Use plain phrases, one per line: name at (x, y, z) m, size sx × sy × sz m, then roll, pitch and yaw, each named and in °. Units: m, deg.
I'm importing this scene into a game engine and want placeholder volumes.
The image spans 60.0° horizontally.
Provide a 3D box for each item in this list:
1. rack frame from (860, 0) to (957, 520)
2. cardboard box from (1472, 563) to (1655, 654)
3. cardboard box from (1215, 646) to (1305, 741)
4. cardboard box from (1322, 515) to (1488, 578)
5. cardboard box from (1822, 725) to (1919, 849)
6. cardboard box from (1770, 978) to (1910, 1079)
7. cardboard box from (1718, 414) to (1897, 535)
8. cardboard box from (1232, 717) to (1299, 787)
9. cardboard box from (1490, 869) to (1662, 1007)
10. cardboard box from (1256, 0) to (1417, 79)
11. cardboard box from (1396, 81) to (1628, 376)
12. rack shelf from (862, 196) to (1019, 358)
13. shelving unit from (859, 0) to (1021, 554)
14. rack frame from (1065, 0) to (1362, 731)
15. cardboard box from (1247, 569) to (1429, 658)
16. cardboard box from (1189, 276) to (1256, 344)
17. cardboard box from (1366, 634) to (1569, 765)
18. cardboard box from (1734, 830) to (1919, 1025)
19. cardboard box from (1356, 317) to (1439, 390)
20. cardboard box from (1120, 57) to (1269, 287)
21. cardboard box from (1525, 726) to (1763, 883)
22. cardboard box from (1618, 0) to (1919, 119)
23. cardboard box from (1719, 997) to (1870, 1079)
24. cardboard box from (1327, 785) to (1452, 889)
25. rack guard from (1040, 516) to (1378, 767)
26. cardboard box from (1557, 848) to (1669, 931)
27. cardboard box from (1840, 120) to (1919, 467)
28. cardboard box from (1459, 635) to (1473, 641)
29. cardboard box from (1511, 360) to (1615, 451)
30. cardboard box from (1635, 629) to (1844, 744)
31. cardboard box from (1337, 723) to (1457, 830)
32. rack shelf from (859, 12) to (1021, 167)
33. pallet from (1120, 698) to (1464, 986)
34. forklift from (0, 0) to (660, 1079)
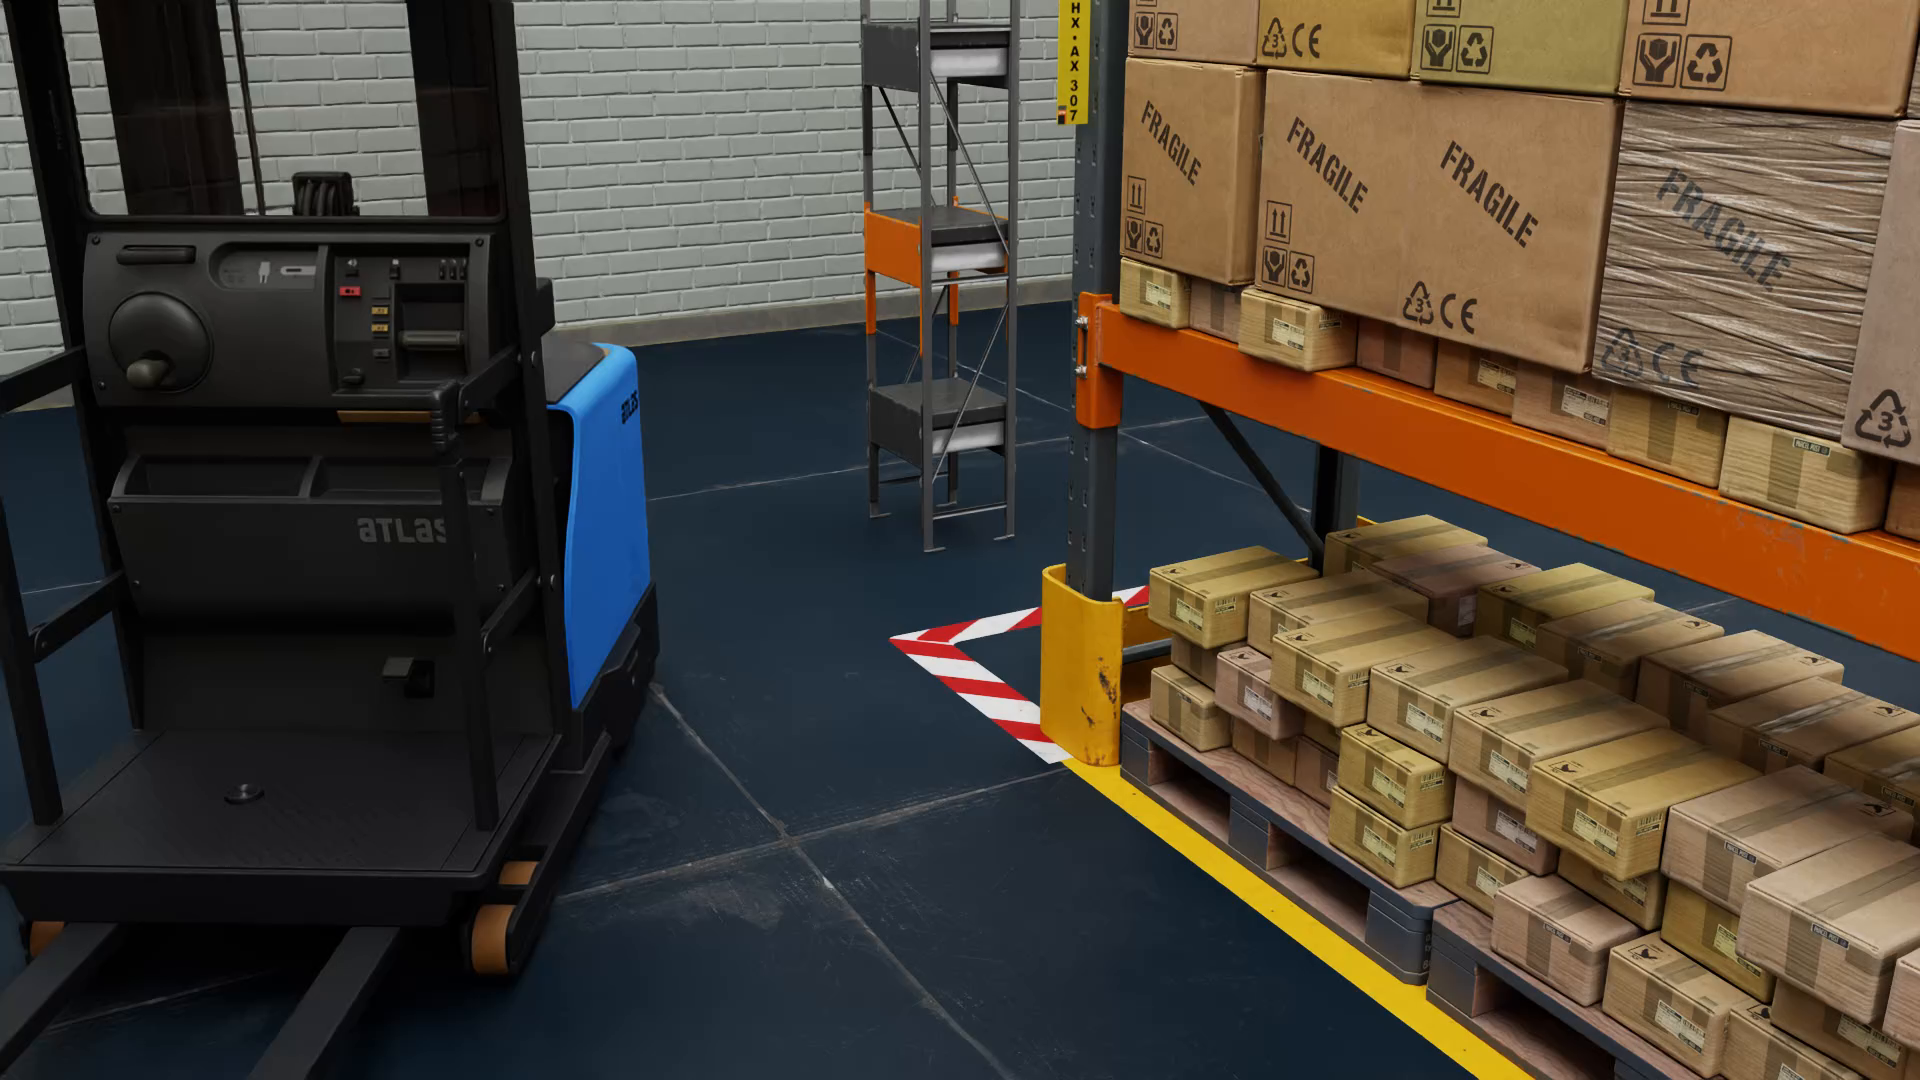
rack frame at (-0.194, -1.110, 6.630) m, size 0.400 × 2.100 × 0.015 m, roll -10°, pitch 21°, yaw -27°
cardboard box at (1.554, 0.193, 4.287) m, size 0.380 × 0.149 × 0.250 m, roll -11°, pitch 22°, yaw -28°
cardboard box at (0.879, 0.363, 4.251) m, size 0.380 × 0.149 × 0.250 m, roll -10°, pitch 21°, yaw -27°
cardboard box at (1.250, 0.058, 4.680) m, size 0.380 × 0.149 × 0.250 m, roll -10°, pitch 21°, yaw -26°
cardboard box at (1.975, 0.510, 3.370) m, size 0.380 × 0.149 × 0.250 m, roll -10°, pitch 21°, yaw -26°
cardboard box at (1.683, 0.805, 2.969) m, size 0.380 × 0.149 × 0.250 m, roll -11°, pitch 22°, yaw -29°
cardboard box at (1.528, -0.139, 2.822) m, size 0.380 × 0.149 × 0.250 m, roll -10°, pitch 21°, yaw -26°
cardboard box at (0.939, 0.489, 4.343) m, size 0.380 × 0.149 × 0.250 m, roll -10°, pitch 21°, yaw -27°
cardboard box at (1.335, 0.793, 3.462) m, size 0.380 × 0.149 × 0.250 m, roll -11°, pitch 22°, yaw -29°
cardboard box at (1.001, -1.270, 3.570) m, size 0.500 × 0.500 × 0.500 m, roll -9°, pitch 21°, yaw -25°
cardboard box at (1.244, -0.647, 3.298) m, size 0.500 × 0.500 × 0.500 m, roll -10°, pitch 21°, yaw -26°
rack shelf at (-0.079, -1.027, 6.431) m, size 0.431 × 0.518 × 0.480 m, roll -10°, pitch 21°, yaw -27°
shelving unit at (-0.079, -1.040, 6.427) m, size 0.431 × 2.100 × 0.503 m, roll -10°, pitch 21°, yaw -27°
rack frame at (0.776, -0.923, 4.707) m, size 1.000 × 3.000 × 0.127 m, roll -10°, pitch 21°, yaw -27°
cardboard box at (0.963, 0.209, 4.243) m, size 0.380 × 0.149 × 0.250 m, roll -10°, pitch 21°, yaw -26°
cardboard box at (0.799, -0.594, 4.138) m, size 0.380 × 0.149 × 0.250 m, roll -9°, pitch 21°, yaw -25°
cardboard box at (1.160, 0.359, 3.807) m, size 0.380 × 0.149 × 0.250 m, roll -11°, pitch 22°, yaw -29°
cardboard box at (1.593, 0.668, 2.910) m, size 0.380 × 0.149 × 0.250 m, roll -11°, pitch 22°, yaw -29°
cardboard box at (1.123, -0.455, 3.736) m, size 0.380 × 0.149 × 0.250 m, roll -9°, pitch 21°, yaw -24°
cardboard box at (0.746, -0.939, 4.145) m, size 0.500 × 0.500 × 0.500 m, roll -9°, pitch 21°, yaw -24°
cardboard box at (1.368, 0.523, 3.332) m, size 0.380 × 0.149 × 0.250 m, roll -10°, pitch 21°, yaw -26°
cardboard box at (1.473, -0.971, 2.705) m, size 0.500 × 0.500 × 0.500 m, roll -11°, pitch 22°, yaw -28°
cardboard box at (1.633, 0.932, 3.058) m, size 0.380 × 0.149 × 0.250 m, roll -10°, pitch 21°, yaw -26°
cardboard box at (1.088, 0.649, 3.878) m, size 0.380 × 0.149 × 0.250 m, roll -10°, pitch 21°, yaw -26°
rack guard at (0.812, 0.281, 5.052) m, size 1.175 × 0.500 × 0.348 m, roll -10°, pitch 21°, yaw -27°
cardboard box at (1.475, 0.643, 3.440) m, size 0.380 × 0.149 × 0.250 m, roll -9°, pitch 21°, yaw -24°
cardboard box at (1.717, -0.350, 2.437) m, size 0.500 × 0.500 × 0.500 m, roll -10°, pitch 21°, yaw -27°
cardboard box at (1.355, 0.276, 4.503) m, size 0.380 × 0.149 × 0.250 m, roll -11°, pitch 22°, yaw -28°
cardboard box at (1.323, -0.298, 3.282) m, size 0.380 × 0.149 × 0.250 m, roll -10°, pitch 22°, yaw -28°
cardboard box at (1.798, 0.346, 3.845) m, size 0.380 × 0.149 × 0.250 m, roll -9°, pitch 21°, yaw -25°
cardboard box at (1.100, 0.510, 3.825) m, size 0.380 × 0.149 × 0.250 m, roll -9°, pitch 21°, yaw -25°
rack shelf at (-0.079, -1.689, 6.203) m, size 0.431 × 0.518 × 0.480 m, roll -10°, pitch 21°, yaw -27°
pallet at (1.167, 0.656, 4.407) m, size 1.003 × 0.211 × 1.213 m, roll -10°, pitch 21°, yaw -27°
forklift at (-1.534, -0.501, 3.591) m, size 1.130 × 2.935 × 3.031 m, roll 1°, pitch 19°, yaw 1°
